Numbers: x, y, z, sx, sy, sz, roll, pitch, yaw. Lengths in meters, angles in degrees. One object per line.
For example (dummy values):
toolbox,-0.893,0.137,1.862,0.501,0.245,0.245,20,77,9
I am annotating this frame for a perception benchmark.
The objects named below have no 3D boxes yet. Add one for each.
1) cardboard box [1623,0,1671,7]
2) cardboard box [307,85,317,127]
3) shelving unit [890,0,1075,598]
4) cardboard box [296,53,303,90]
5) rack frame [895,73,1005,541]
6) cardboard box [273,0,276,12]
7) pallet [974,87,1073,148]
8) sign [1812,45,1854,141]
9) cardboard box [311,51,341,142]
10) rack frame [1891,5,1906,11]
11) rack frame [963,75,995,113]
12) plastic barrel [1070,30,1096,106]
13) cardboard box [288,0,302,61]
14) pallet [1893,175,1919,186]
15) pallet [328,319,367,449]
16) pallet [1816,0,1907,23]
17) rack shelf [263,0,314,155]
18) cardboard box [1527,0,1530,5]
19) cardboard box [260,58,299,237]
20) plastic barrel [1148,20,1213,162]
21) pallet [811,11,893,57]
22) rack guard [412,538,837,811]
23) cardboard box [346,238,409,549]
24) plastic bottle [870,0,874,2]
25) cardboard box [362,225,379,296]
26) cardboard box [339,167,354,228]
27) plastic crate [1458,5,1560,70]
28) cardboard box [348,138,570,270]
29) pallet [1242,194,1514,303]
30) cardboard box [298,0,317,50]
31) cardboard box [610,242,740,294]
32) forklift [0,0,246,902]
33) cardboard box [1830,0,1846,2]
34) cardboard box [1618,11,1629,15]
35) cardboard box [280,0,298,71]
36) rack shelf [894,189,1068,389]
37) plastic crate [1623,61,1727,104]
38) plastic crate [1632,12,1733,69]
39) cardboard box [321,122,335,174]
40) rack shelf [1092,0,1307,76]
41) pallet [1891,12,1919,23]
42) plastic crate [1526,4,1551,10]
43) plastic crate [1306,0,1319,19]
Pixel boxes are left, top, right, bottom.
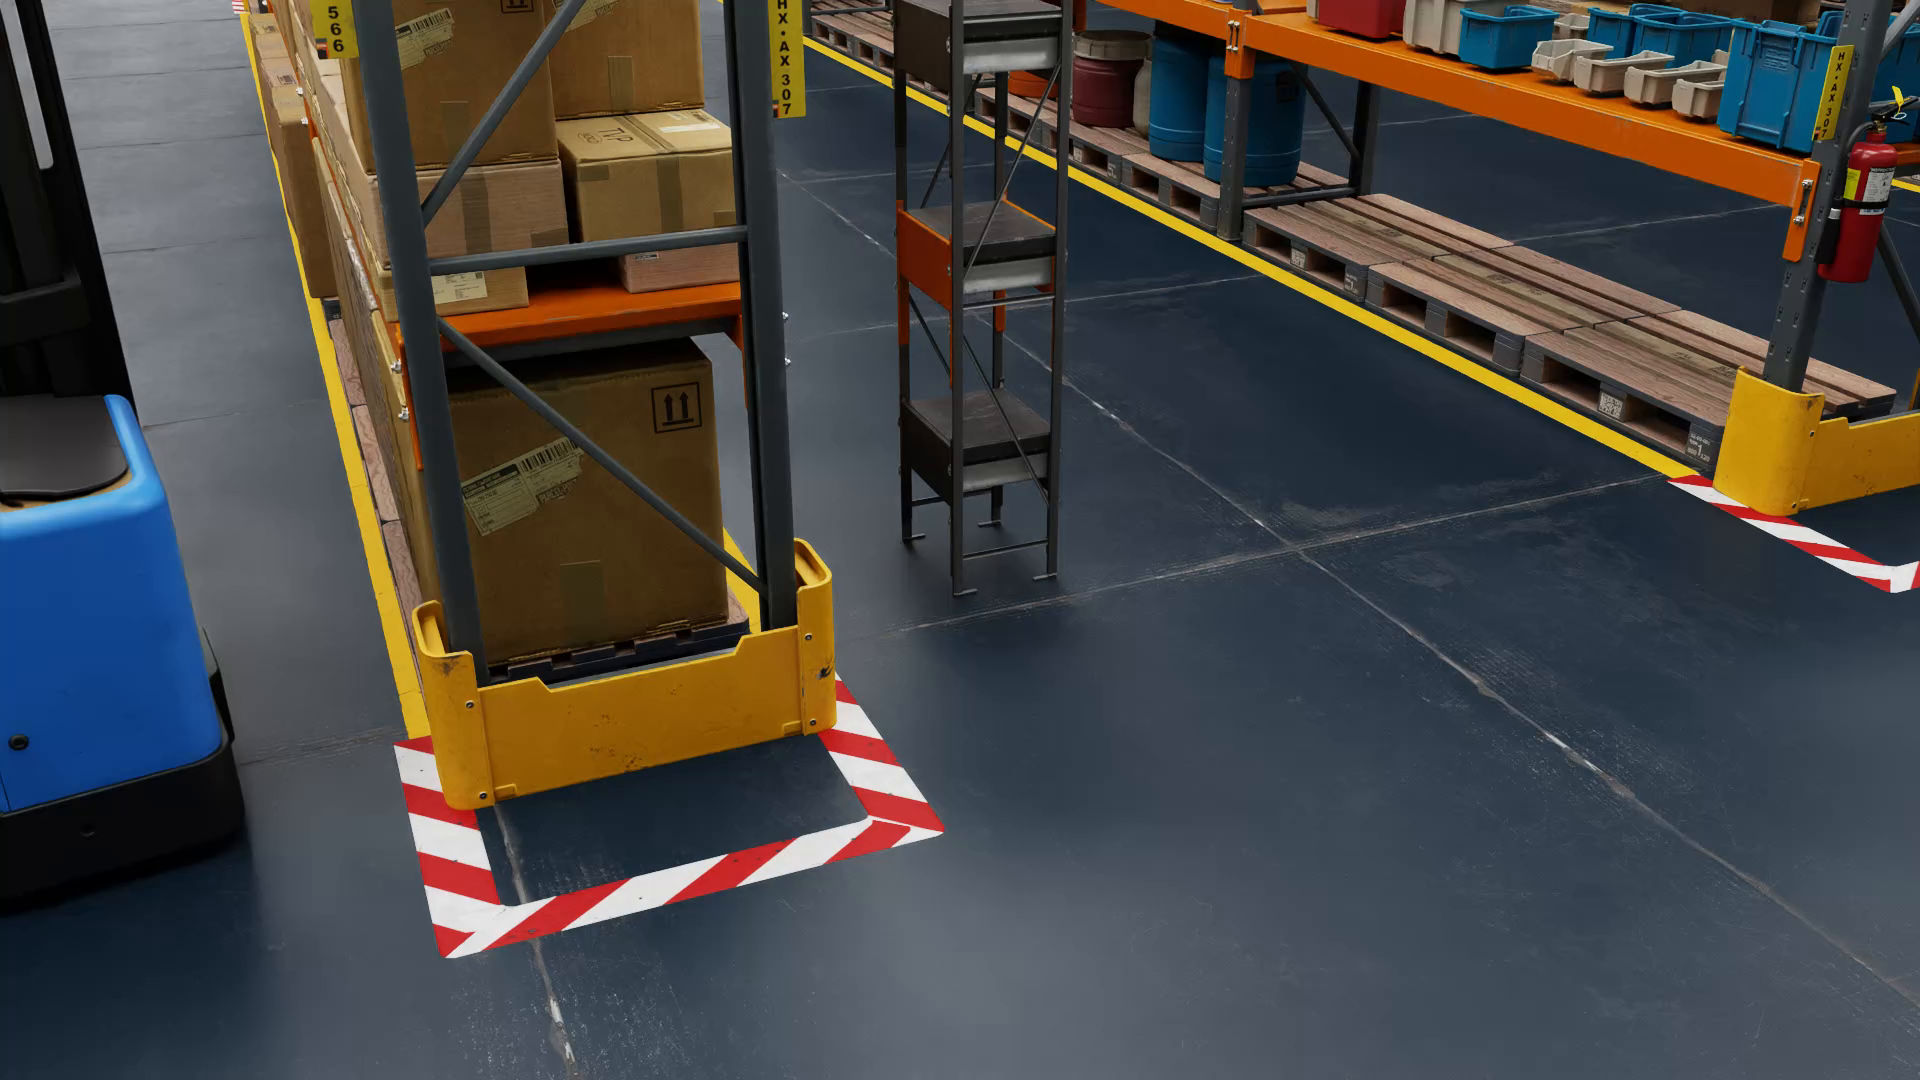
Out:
cardboard box,5.796,-4.214,13.809,0.500,0.500,0.500,-12,28,-22
cardboard box,-2.417,-1.762,6.727,0.380,0.149,0.250,-11,28,-22
shelving unit,0.065,-0.877,5.652,0.431,2.100,0.503,-11,28,-21
cardboard box,-2.728,-2.081,7.379,0.380,0.149,0.250,-11,28,-20
rack frame,-0.031,-0.975,5.854,0.400,2.100,0.015,-11,28,-21
cardboard box,-3.563,-3.171,9.211,0.500,0.500,0.500,-10,28,-20
pallet,0.800,-3.272,12.710,1.003,0.211,1.213,-11,28,-21
sign,3.086,-1.578,5.878,0.100,0.325,0.005,-11,28,-21
cardboard box,-2.011,-1.591,5.922,0.500,0.250,0.500,-11,28,-21
rack frame,9.568,-6.538,16.222,1.000,3.000,0.127,-11,28,-21
rack frame,0.453,-4.836,12.736,1.000,3.000,0.127,-11,28,-21
plastic barrel,0.963,-3.499,12.355,0.421,0.512,0.421,0,26,0
cardboard box,-2.595,-2.202,7.172,0.500,0.250,0.500,-11,28,-22
pallet,6.846,-2.540,11.212,1.003,0.211,1.213,-11,28,-21
pallet,-2.312,-0.796,7.641,1.003,0.211,1.213,-11,28,-21
pallet,9.264,-5.601,17.480,1.003,0.211,1.213,-11,28,-21
rack shelf,-3.321,-2.854,9.497,1.077,0.370,4.000,-11,28,-21
cardboard box,4.927,-4.527,14.451,0.500,0.500,0.500,-9,28,-18
cardboard box,-3.158,-2.219,9.320,1.225,0.875,0.875,-12,28,-22
plastic barrel,1.544,-2.975,10.838,0.600,0.901,0.708,-11,28,-21
pallet,-0.771,-4.887,16.019,1.003,0.211,1.213,-11,28,-21
rack guard,-0.962,0.378,4.906,1.175,0.500,0.348,-11,28,-21
cardboard box,-1.652,-0.601,6.005,0.875,0.875,0.875,-11,28,-21
plastic bottle,-0.875,-5.636,17.062,0.097,0.201,0.097,0,26,0
cardboard box,-1.518,-0.834,4.826,0.380,0.149,0.250,-10,28,-20
cardboard box,-1.815,-1.142,5.456,0.380,0.149,0.250,-11,28,-22
plastic crate,2.545,-2.343,7.752,0.416,0.233,0.300,-11,28,-21
cardboard box,-1.406,-0.971,4.653,0.500,0.250,0.500,-11,28,-21
pallet,2.343,-1.678,9.446,1.003,0.211,1.213,-11,28,-21
cardboard box,-2.192,-2.127,6.164,0.500,0.500,0.500,-11,28,-22
cardboard box,-0.807,-0.842,4.843,0.380,0.149,0.250,-10,28,-20
forklift,-3.136,-0.925,4.804,1.130,2.935,3.031,-15,30,-27
cardboard box,9.238,-5.894,17.251,0.700,0.500,0.500,-10,28,-20
cardboard box,5.538,-3.903,13.174,0.500,0.500,0.500,-12,28,-22
cardboard box,-2.973,-2.557,7.954,0.500,0.500,0.500,-10,28,-20
rack shelf,0.065,-0.864,5.658,0.431,0.518,0.480,-11,28,-21
plastic crate,2.999,-1.932,7.021,0.396,0.136,0.243,-11,28,-21
plastic crate,3.276,-2.246,7.553,0.416,0.233,0.300,-11,28,-21
cardboard box,-2.116,-1.452,6.090,0.380,0.149,0.250,-11,28,-22
rack shelf,1.236,-3.705,11.240,1.077,0.370,4.000,-11,28,-21
pallet,9.808,-4.954,16.155,1.003,0.211,1.213,-11,28,-21
plastic crate,2.705,-2.719,8.644,0.437,0.125,0.590,-11,28,-21
plastic crate,2.070,-2.917,9.038,0.396,0.136,0.243,-11,28,-21
